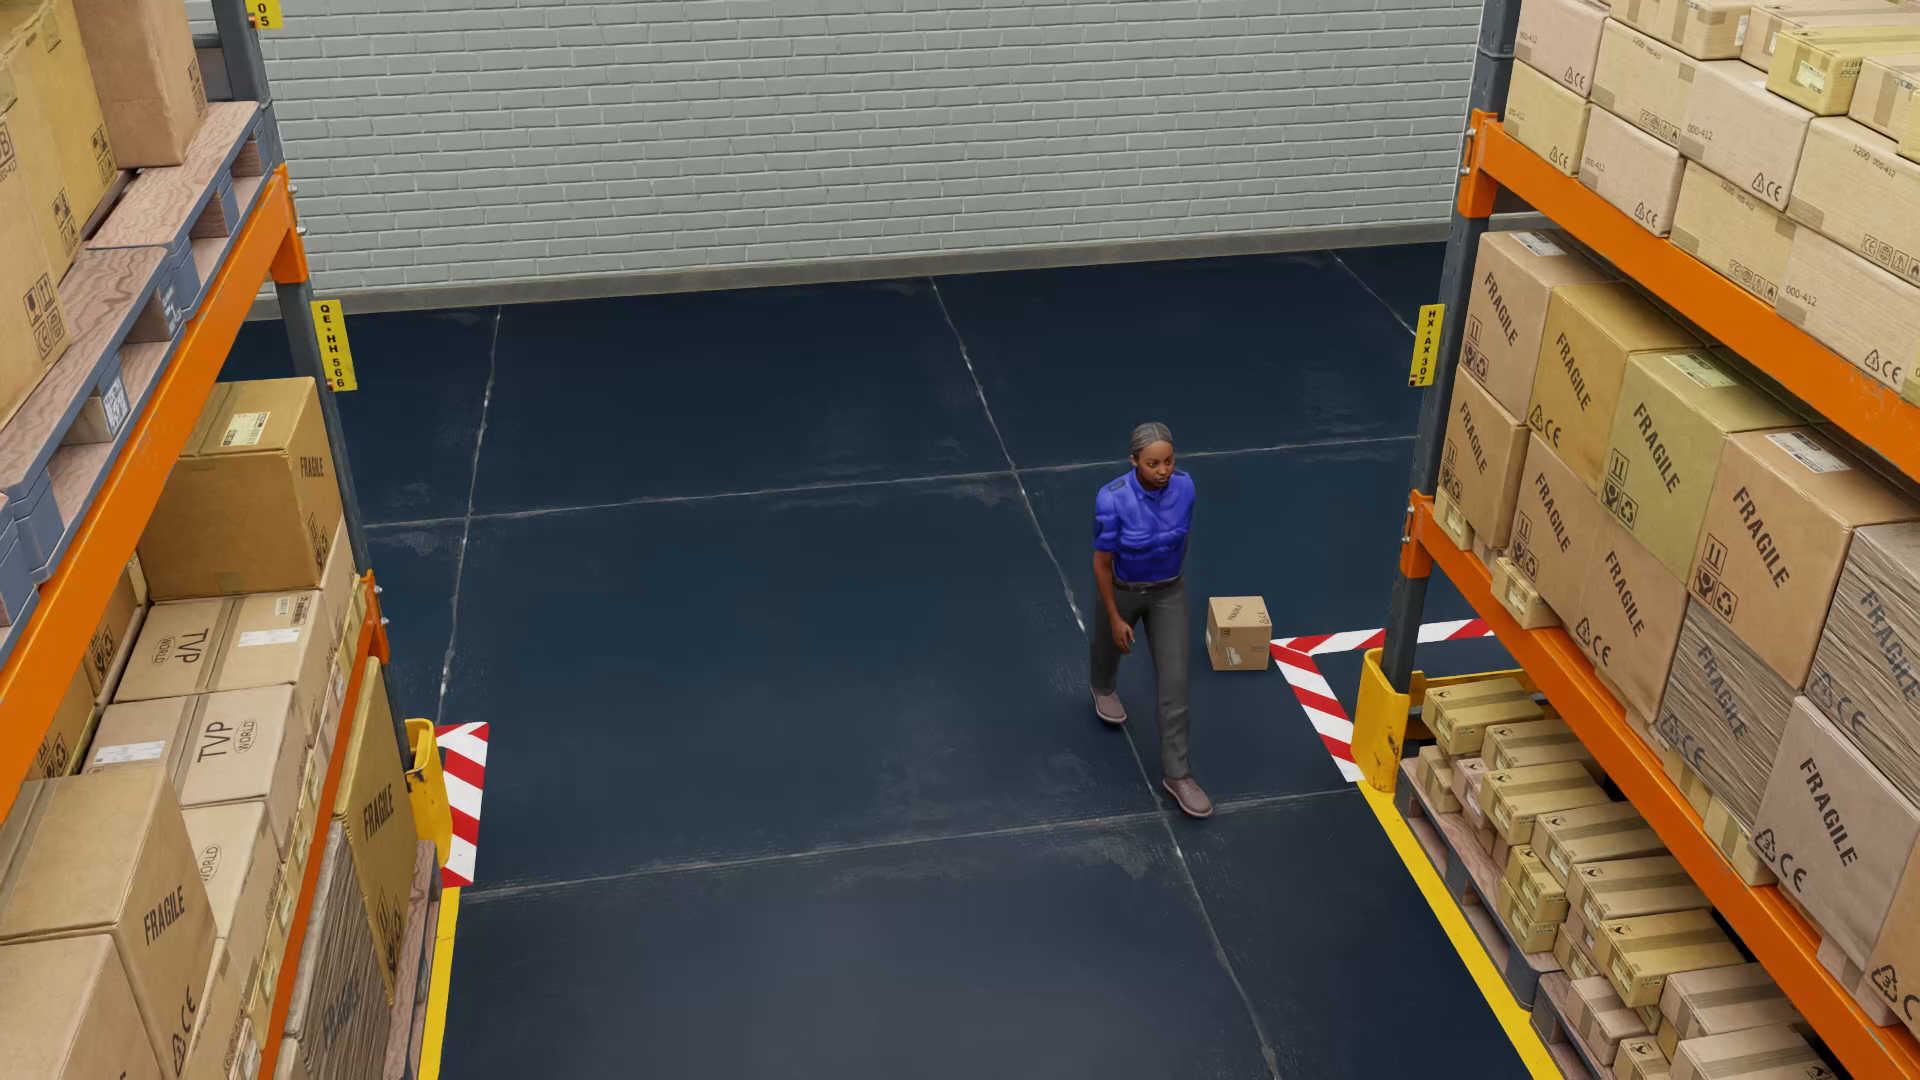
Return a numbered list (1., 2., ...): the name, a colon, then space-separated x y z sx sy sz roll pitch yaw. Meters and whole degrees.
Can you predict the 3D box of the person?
1. person: 0.743 0.239 6.725 0.444 1.589 0.991 -5 31 -9
